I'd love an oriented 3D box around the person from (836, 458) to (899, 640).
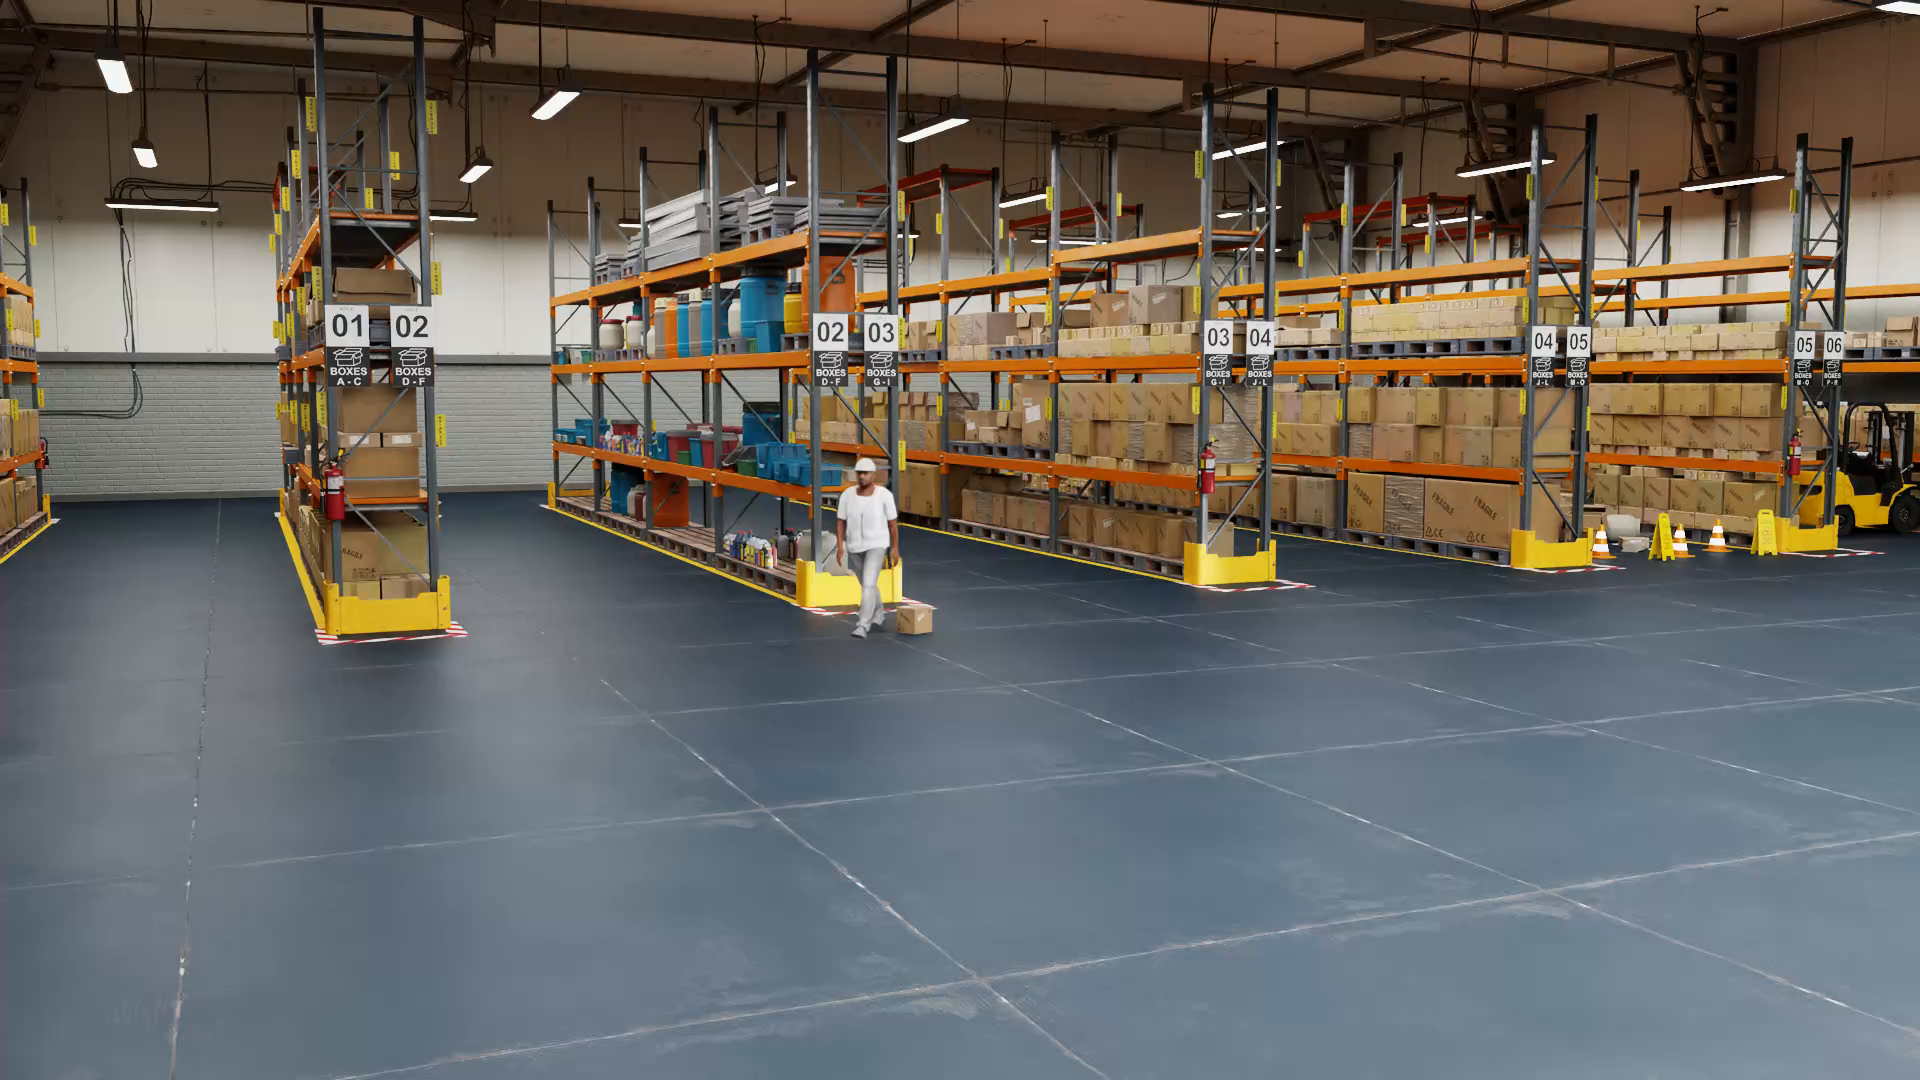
[{"bbox_3d":[-0.913,0.069,16.028,0.570,1.716,1.082,2,6,19],"label":"person"}]
